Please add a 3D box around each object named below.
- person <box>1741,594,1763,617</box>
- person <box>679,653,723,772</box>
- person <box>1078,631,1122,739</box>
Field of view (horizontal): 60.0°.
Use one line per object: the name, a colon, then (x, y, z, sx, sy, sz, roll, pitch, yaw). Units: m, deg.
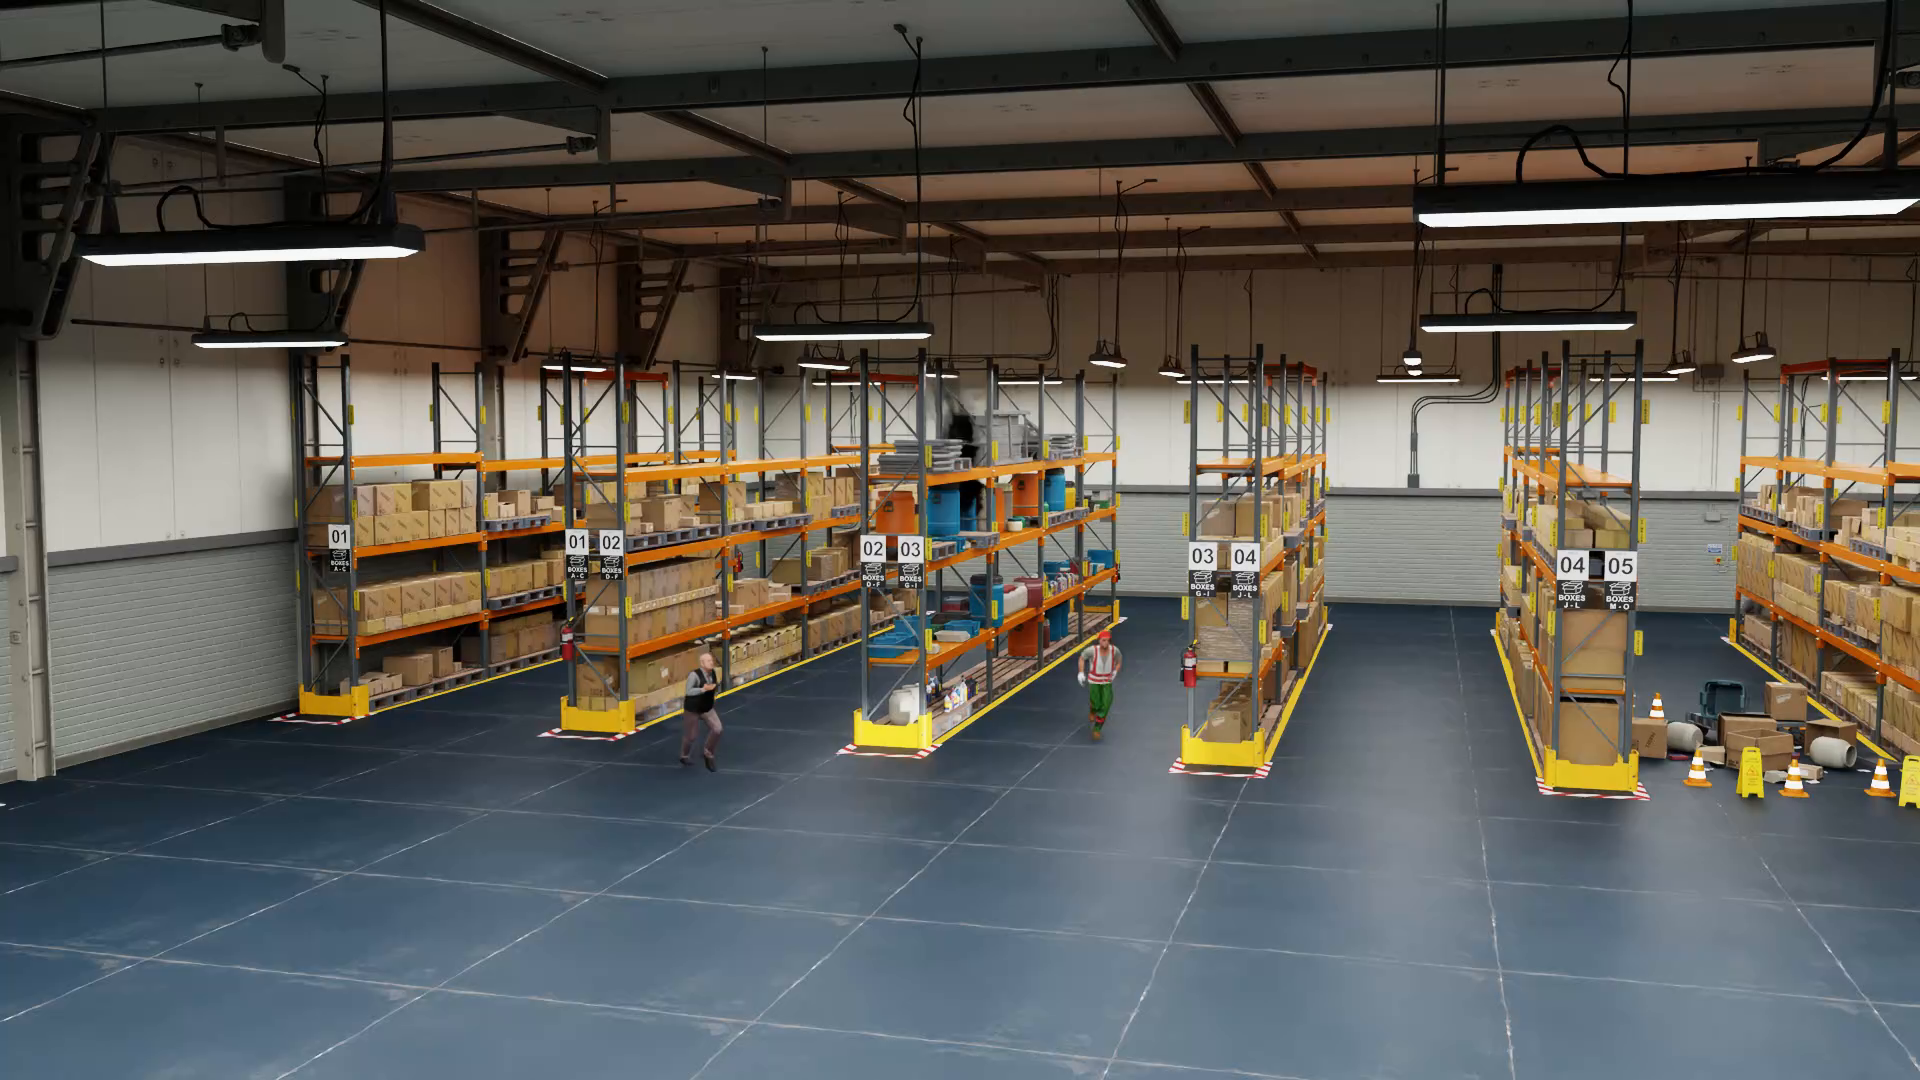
person: (18.047, 1.364, 37.812, 0.660, 1.593, 0.553, 0, 4, 6)
person: (-3.647, 2.393, 23.302, 0.642, 1.656, 0.912, -4, 6, -42)
person: (2.179, 2.229, 25.837, 0.653, 1.710, 0.758, -1, 4, -13)
